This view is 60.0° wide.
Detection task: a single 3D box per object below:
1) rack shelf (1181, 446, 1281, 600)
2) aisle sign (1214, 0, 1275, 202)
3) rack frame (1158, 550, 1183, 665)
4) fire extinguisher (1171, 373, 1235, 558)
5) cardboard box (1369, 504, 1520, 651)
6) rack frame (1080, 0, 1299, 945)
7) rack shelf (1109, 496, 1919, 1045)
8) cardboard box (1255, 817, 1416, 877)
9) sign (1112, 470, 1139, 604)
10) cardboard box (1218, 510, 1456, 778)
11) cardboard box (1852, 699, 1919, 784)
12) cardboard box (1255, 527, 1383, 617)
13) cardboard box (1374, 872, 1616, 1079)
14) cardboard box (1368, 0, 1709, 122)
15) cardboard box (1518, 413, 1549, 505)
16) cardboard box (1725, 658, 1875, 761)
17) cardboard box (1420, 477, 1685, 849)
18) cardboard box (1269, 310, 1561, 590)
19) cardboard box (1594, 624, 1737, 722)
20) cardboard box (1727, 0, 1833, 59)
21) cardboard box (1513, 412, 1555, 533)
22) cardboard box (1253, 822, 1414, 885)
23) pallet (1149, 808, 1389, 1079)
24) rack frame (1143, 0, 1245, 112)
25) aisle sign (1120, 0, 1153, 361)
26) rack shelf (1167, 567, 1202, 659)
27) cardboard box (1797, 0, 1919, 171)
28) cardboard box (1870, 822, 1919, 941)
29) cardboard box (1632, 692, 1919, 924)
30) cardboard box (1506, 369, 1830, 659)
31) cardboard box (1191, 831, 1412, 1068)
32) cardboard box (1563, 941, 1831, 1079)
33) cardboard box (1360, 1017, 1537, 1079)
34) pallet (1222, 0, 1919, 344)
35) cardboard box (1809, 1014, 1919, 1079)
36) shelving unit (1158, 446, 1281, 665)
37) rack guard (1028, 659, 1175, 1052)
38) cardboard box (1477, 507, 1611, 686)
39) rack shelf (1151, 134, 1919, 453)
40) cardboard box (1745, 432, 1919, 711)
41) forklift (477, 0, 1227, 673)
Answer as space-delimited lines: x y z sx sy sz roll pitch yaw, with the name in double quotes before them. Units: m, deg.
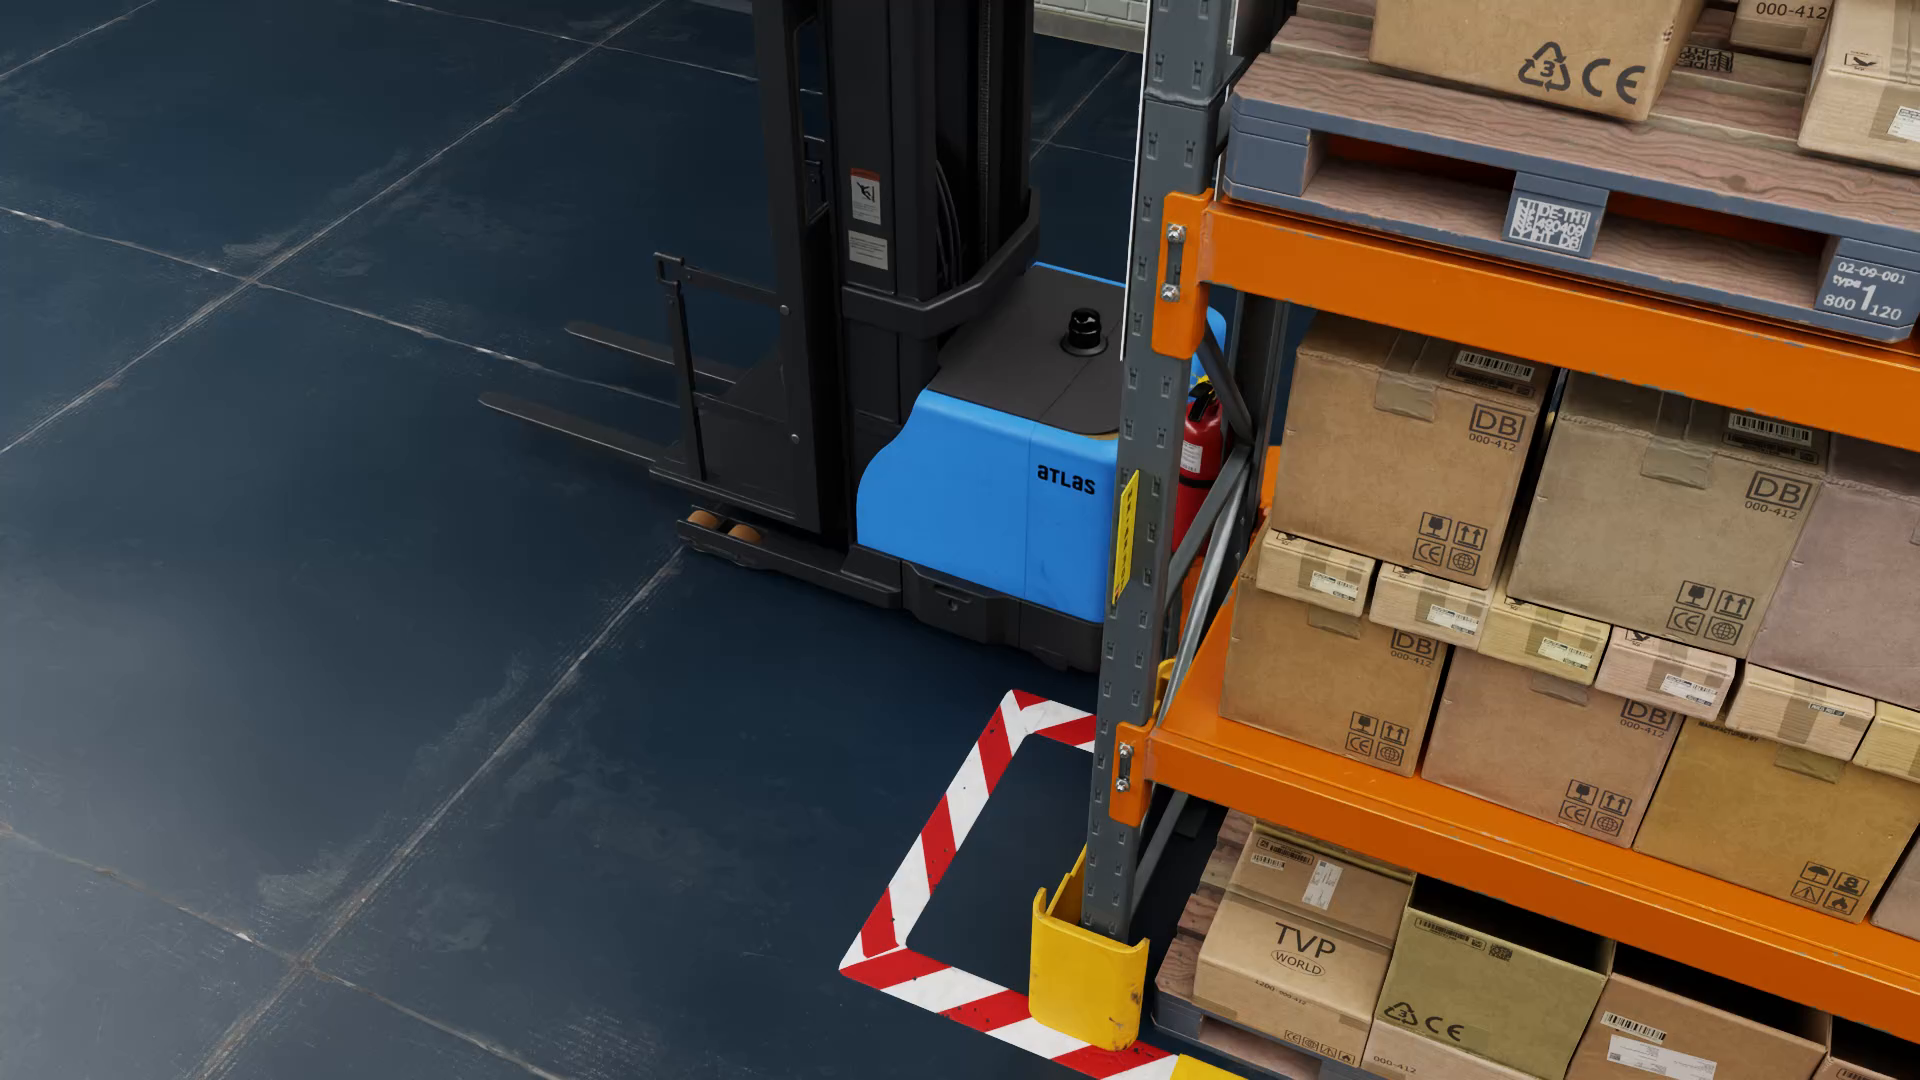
"rack shelf" 1.239 -0.056 5.509 1.000 0.278 0.538 3 41 3
"aisle sign" 0.677 -1.149 3.801 0.004 0.787 0.394 17 44 19
"rack frame" 0.731 0.142 5.727 0.032 1.125 0.500 3 41 3
"fire extinguisher" 0.702 -0.254 4.811 0.183 0.674 0.296 17 44 19
"cardboard box" 1.118 0.051 3.830 0.250 0.149 0.380 16 43 18
"rack frame" 0.613 0.026 4.430 0.127 3.000 1.000 17 44 19
"rack shelf" 2.425 0.851 4.027 4.000 0.370 1.077 17 44 19
"cardboard box" 1.224 0.595 4.980 0.500 0.500 0.500 17 44 19
"sign" 0.372 -0.004 3.743 0.005 0.325 0.100 17 44 19
"cardboard box" 1.030 0.125 4.239 0.500 0.500 0.700 17 44 19
"cardboard box" 2.045 0.335 3.502 0.250 0.149 0.380 16 44 18
"cardboard box" 0.877 -0.021 3.912 0.250 0.149 0.380 17 44 18
"cardboard box" 1.458 1.041 4.465 0.500 0.500 0.500 17 44 19
"cardboard box" 1.132 -1.197 3.044 0.637 0.503 0.797 20 45 22
"cardboard box" 1.277 -0.193 4.111 0.250 0.149 0.380 18 44 20
"cardboard box" 1.813 0.264 3.583 0.250 0.149 0.380 16 43 17
"cardboard box" 1.508 0.267 4.075 0.500 0.500 0.700 18 44 20
"cardboard box" 1.078 -0.351 3.798 0.500 0.500 0.700 17 44 19
"cardboard box" 1.571 0.192 3.667 0.250 0.149 0.380 16 44 18
"cardboard box" 1.768 -1.100 3.126 0.500 0.250 0.500 17 44 19
"cardboard box" 1.509 -0.122 4.029 0.250 0.149 0.380 16 44 18
"cardboard box" 1.223 0.879 5.224 0.500 0.250 0.500 17 44 19
"pallet" 1.323 1.266 5.128 1.213 0.211 1.003 17 44 19
"rack frame" 0.613 -2.241 2.465 0.127 3.000 1.000 17 44 19
"aisle sign" 0.424 -0.793 3.390 0.004 0.787 0.394 17 44 19
"rack shelf" 1.239 0.350 5.861 1.000 0.278 0.538 3 41 3
"cardboard box" 1.604 -0.794 2.850 0.250 0.149 0.380 17 44 19
"cardboard box" 2.434 0.552 3.747 0.500 0.500 0.700 18 44 20
"cardboard box" 1.956 0.408 3.912 0.500 0.500 0.700 17 44 19
"cardboard box" 1.557 -0.208 3.633 0.500 0.500 0.700 16 43 18
"cardboard box" 1.005 1.187 4.870 0.500 0.250 0.500 17 44 19
"cardboard box" 1.917 1.171 4.315 0.500 0.500 0.500 17 44 19
"cardboard box" 1.459 1.323 4.712 0.500 0.250 0.500 17 44 19
"pallet" 1.242 -0.863 3.233 1.213 0.211 1.003 17 44 19
"cardboard box" 2.363 1.320 4.143 0.500 0.500 0.500 17 44 19
"shelving unit" 1.239 0.165 5.701 1.048 1.125 0.538 3 41 3
"rack guard" 0.591 0.964 5.257 0.348 0.500 1.175 17 44 19
"cardboard box" 1.343 0.121 3.749 0.250 0.149 0.380 17 44 19
"rack shelf" 2.425 -0.282 3.044 4.000 0.370 1.077 17 44 19
"cardboard box" 2.014 -0.069 3.473 0.500 0.500 0.700 17 44 19
"forklift" -0.561 -1.292 6.002 3.031 2.935 1.130 18 44 20
